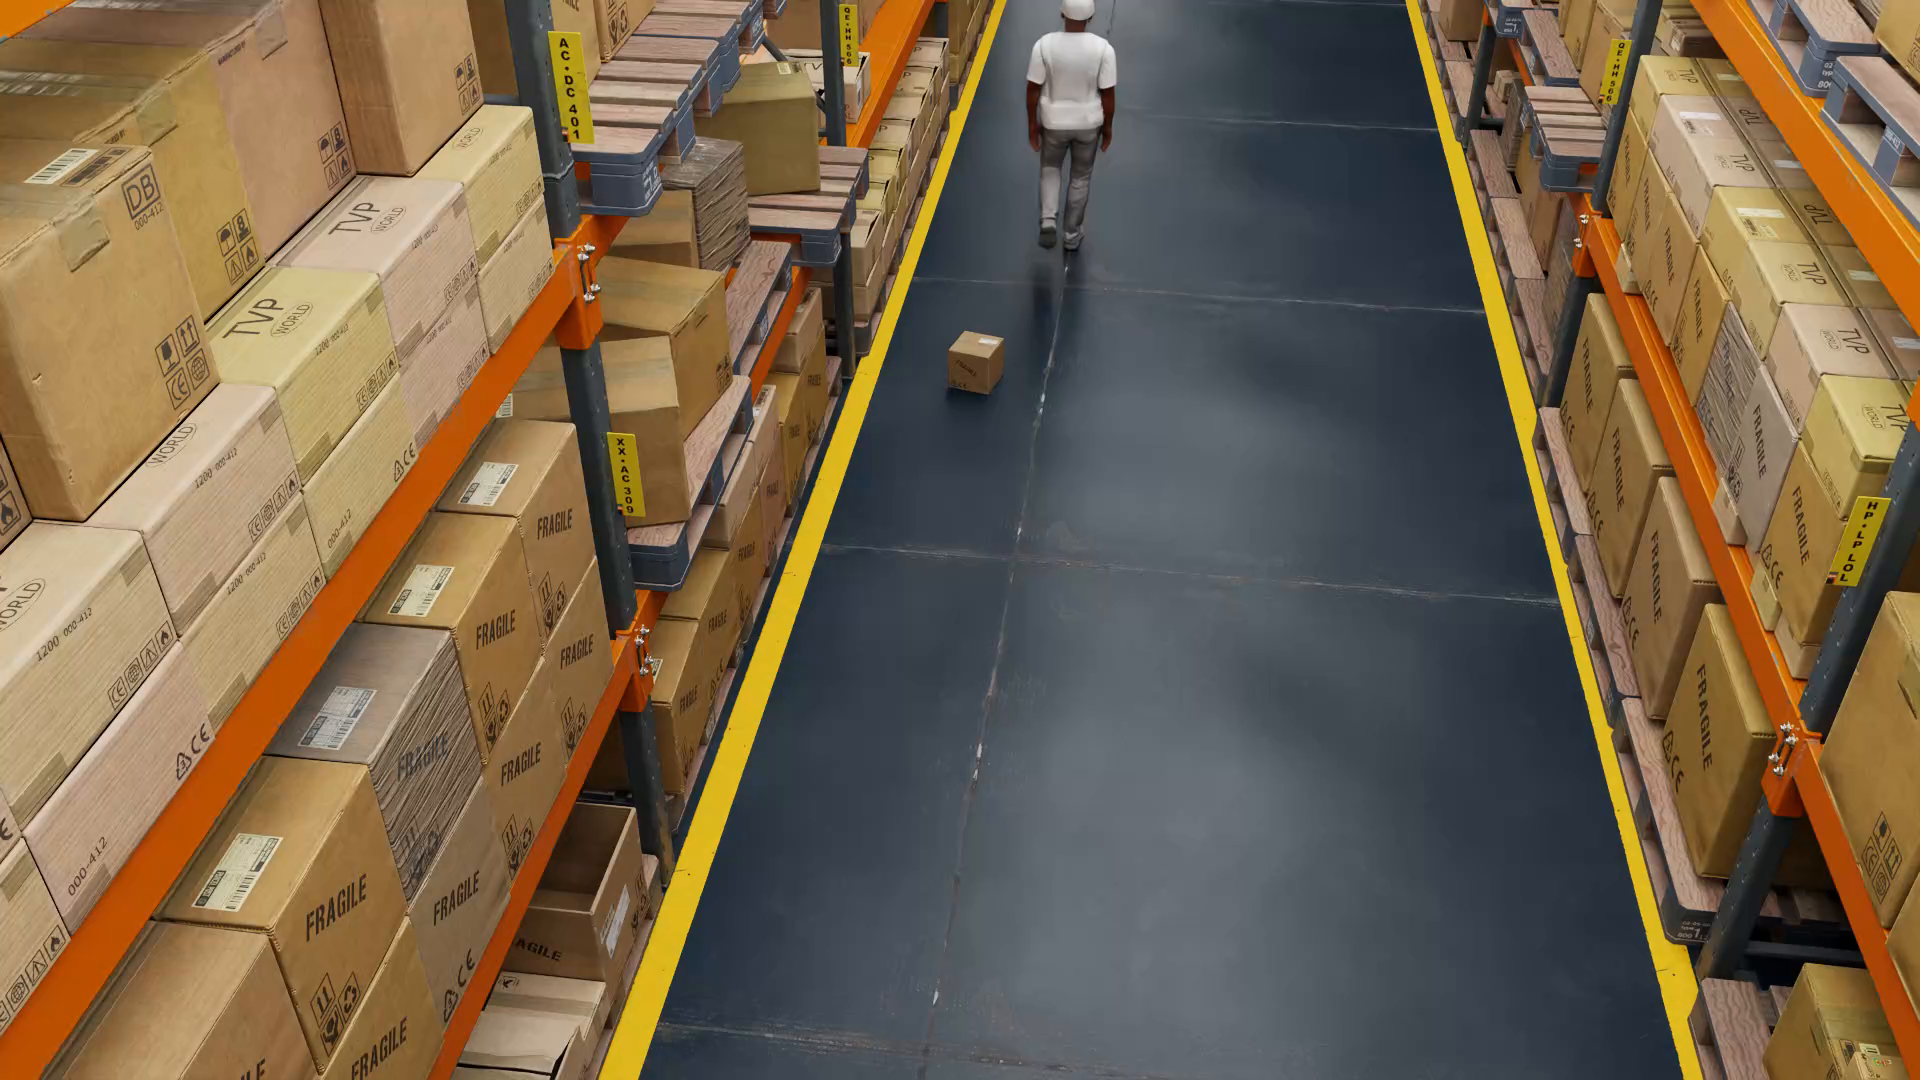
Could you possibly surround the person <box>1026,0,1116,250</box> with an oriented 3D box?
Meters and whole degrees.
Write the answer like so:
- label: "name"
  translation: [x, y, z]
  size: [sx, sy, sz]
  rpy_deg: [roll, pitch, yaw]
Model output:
- label: "person"
  translation: [0.706, -2.672, 10.680]
  size: [0.567, 1.755, 0.579]
  rpy_deg: [6, 36, 8]
